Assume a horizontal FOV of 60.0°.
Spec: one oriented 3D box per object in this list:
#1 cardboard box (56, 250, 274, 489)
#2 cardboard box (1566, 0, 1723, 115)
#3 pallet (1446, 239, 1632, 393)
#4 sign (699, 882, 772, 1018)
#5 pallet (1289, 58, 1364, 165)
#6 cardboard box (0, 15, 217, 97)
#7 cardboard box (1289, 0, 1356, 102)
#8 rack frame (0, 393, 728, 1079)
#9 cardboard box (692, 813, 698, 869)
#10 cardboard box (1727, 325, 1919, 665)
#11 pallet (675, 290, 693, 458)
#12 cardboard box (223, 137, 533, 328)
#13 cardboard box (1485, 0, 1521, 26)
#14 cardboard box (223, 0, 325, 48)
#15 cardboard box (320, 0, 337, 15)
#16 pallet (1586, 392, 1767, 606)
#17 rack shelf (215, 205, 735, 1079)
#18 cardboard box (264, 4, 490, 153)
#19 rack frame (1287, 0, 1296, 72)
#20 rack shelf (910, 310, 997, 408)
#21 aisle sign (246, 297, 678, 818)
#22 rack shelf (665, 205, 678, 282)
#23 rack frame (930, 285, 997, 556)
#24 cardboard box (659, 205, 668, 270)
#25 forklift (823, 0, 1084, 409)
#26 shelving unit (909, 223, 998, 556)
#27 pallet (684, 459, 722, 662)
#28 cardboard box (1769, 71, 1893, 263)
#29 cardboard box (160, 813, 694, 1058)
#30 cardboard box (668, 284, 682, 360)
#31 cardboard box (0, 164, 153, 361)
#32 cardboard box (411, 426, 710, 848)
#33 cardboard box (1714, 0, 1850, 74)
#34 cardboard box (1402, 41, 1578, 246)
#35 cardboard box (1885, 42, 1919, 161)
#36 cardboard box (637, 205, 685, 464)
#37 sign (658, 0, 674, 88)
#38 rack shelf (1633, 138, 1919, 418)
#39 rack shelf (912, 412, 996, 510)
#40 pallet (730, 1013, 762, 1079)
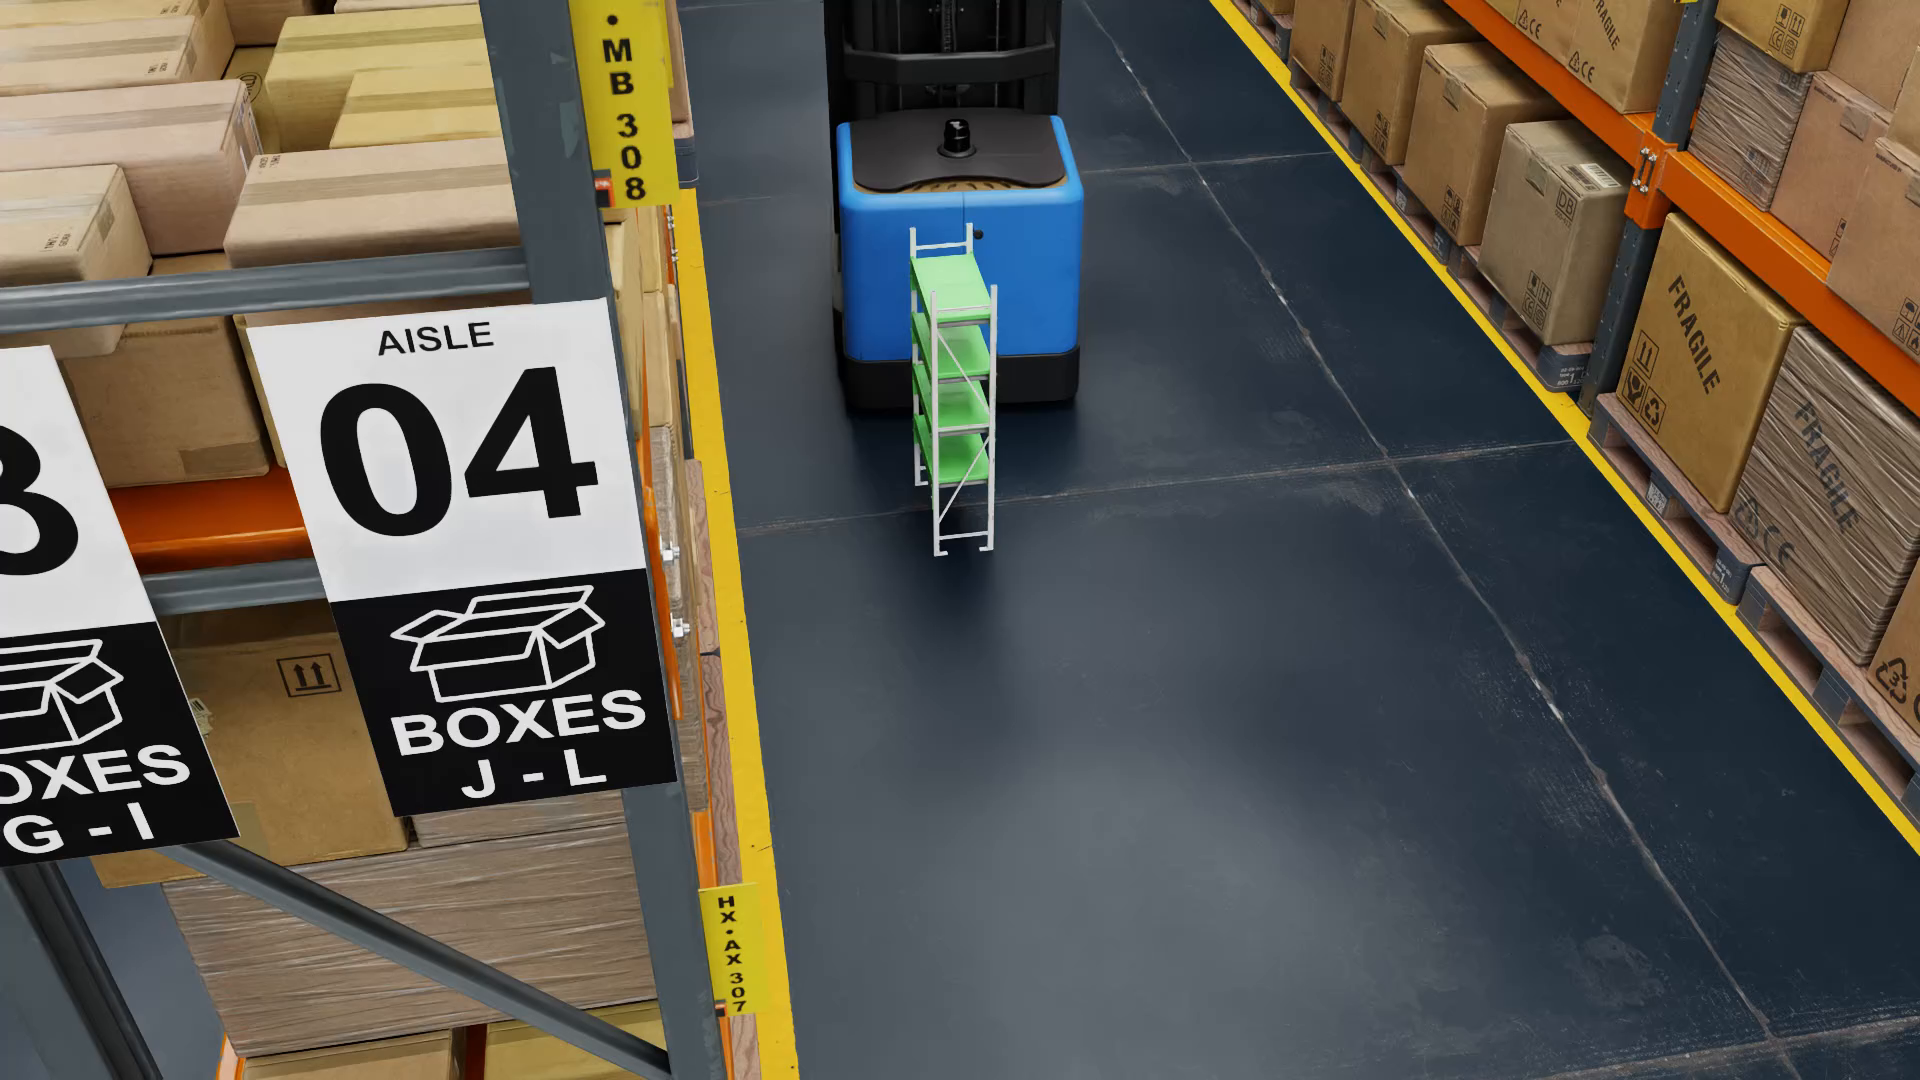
[{"bbox_3d":[-1.239,-0.312,2.384,0.500,0.250,0.500,-5,38,-7],"label":"cardboard box"},{"bbox_3d":[2.940,-2.137,6.975,0.500,0.500,0.500,-6,38,-8],"label":"cardboard box"},{"bbox_3d":[3.086,-1.168,8.082,1.003,0.211,1.213,-6,38,-8],"label":"pallet"},{"bbox_3d":[-0.370,0.677,2.728,0.100,0.325,0.005,-6,38,-8],"label":"sign"},{"bbox_3d":[2.658,-2.642,9.979,1.003,0.211,1.213,-6,38,-8],"label":"pallet"},{"bbox_3d":[-1.347,-0.663,2.511,0.380,0.149,0.250,-8,39,-10],"label":"cardboard box"},{"bbox_3d":[2.612,-3.127,9.822,1.050,0.750,0.750,-7,38,-9],"label":"cardboard box"},{"bbox_3d":[-0.905,1.077,2.919,1.000,3.000,0.127,-6,38,-8],"label":"rack frame"},{"bbox_3d":[-0.774,0.673,3.644,0.380,0.149,0.250,-6,38,-8],"label":"cardboard box"},{"bbox_3d":[3.498,-0.207,5.961,0.875,0.875,0.875,-6,38,-8],"label":"cardboard box"},{"bbox_3d":[-1.744,-0.708,7.489,1.003,0.211,1.213,-6,38,-8],"label":"pallet"},{"bbox_3d":[-0.725,-0.397,2.168,0.380,0.149,0.250,-6,38,-8],"label":"cardboard box"},{"bbox_3d":[2.763,-2.748,7.761,0.500,0.500,0.500,-6,38,-7],"label":"cardboard box"},{"bbox_3d":[-1.335,-0.975,2.913,0.380,0.149,0.250,-6,38,-7],"label":"cardboard box"},{"bbox_3d":[-1.411,-0.924,3.172,0.500,0.250,0.500,-5,38,-7],"label":"cardboard box"},{"bbox_3d":[3.351,-0.243,6.890,1.003,0.211,1.213,-6,38,-8],"label":"pallet"},{"bbox_3d":[-1.255,0.153,4.694,1.077,0.370,4.000,-6,38,-8],"label":"rack shelf"},{"bbox_3d":[-0.841,-0.703,2.563,0.380,0.149,0.250,-7,38,-9],"label":"cardboard box"},{"bbox_3d":[2.594,-4.227,9.747,1.000,3.000,0.127,-6,38,-8],"label":"rack frame"},{"bbox_3d":[-0.029,-0.713,6.403,0.258,0.148,0.480,-6,38,-8],"label":"rack shelf"},{"bbox_3d":[-0.598,0.056,2.115,0.394,0.787,0.004,-6,38,-8],"label":"aisle sign"},{"bbox_3d":[-1.956,-2.263,7.804,1.077,0.370,4.000,-6,38,-8],"label":"rack shelf"},{"bbox_3d":[0.014,-0.426,6.321,0.240,1.200,0.015,-6,38,-8],"label":"rack frame"},{"bbox_3d":[-1.080,-1.045,4.511,0.500,0.500,0.500,-6,38,-8],"label":"cardboard box"},{"bbox_3d":[-0.100,-2.629,7.745,1.130,2.935,3.031,-3,38,-4],"label":"forklift"},{"bbox_3d":[-0.029,-0.574,6.511,0.258,1.200,0.503,-6,38,-8],"label":"shelving unit"},{"bbox_3d":[-1.453,0.164,6.367,1.003,0.211,1.213,-6,38,-8],"label":"pallet"},{"bbox_3d":[3.490,-1.319,5.881,0.875,0.550,0.550,-6,38,-8],"label":"cardboard box"},{"bbox_3d":[-0.974,0.585,3.228,0.875,0.500,0.500,-6,38,-8],"label":"cardboard box"},{"bbox_3d":[-1.106,-0.693,5.402,0.380,0.149,0.250,-6,38,-8],"label":"cardboard box"},{"bbox_3d":[-1.260,-0.340,2.095,0.380,0.149,0.250,-6,38,-8],"label":"cardboard box"},{"bbox_3d":[-0.733,0.164,2.955,0.500,0.500,0.500,-6,38,-8],"label":"cardboard box"},{"bbox_3d":[3.326,-2.071,5.968,0.875,0.550,0.550,-6,38,-8],"label":"cardboard box"},{"bbox_3d":[2.932,-2.037,8.419,1.050,0.750,0.750,-6,38,-8],"label":"cardboard box"},{"bbox_3d":[3.496,-1.410,5.117,0.875,0.550,0.550,-6,38,-8],"label":"cardboard box"},{"bbox_3d":[-0.902,-0.441,3.734,0.500,0.500,0.500,-6,38,-8],"label":"cardboard box"},{"bbox_3d":[-1.073,-1.744,5.844,0.100,0.325,0.005,-6,38,-8],"label":"sign"},{"bbox_3d":[3.646,-0.319,5.303,1.077,0.370,4.000,-6,38,-8],"label":"rack shelf"},{"bbox_3d":[-0.029,-0.334,6.697,0.258,0.148,0.480,-6,38,-8],"label":"rack shelf"},{"bbox_3d":[-1.025,1.638,4.470,1.003,0.211,1.213,-6,38,-8],"label":"pallet"}]
